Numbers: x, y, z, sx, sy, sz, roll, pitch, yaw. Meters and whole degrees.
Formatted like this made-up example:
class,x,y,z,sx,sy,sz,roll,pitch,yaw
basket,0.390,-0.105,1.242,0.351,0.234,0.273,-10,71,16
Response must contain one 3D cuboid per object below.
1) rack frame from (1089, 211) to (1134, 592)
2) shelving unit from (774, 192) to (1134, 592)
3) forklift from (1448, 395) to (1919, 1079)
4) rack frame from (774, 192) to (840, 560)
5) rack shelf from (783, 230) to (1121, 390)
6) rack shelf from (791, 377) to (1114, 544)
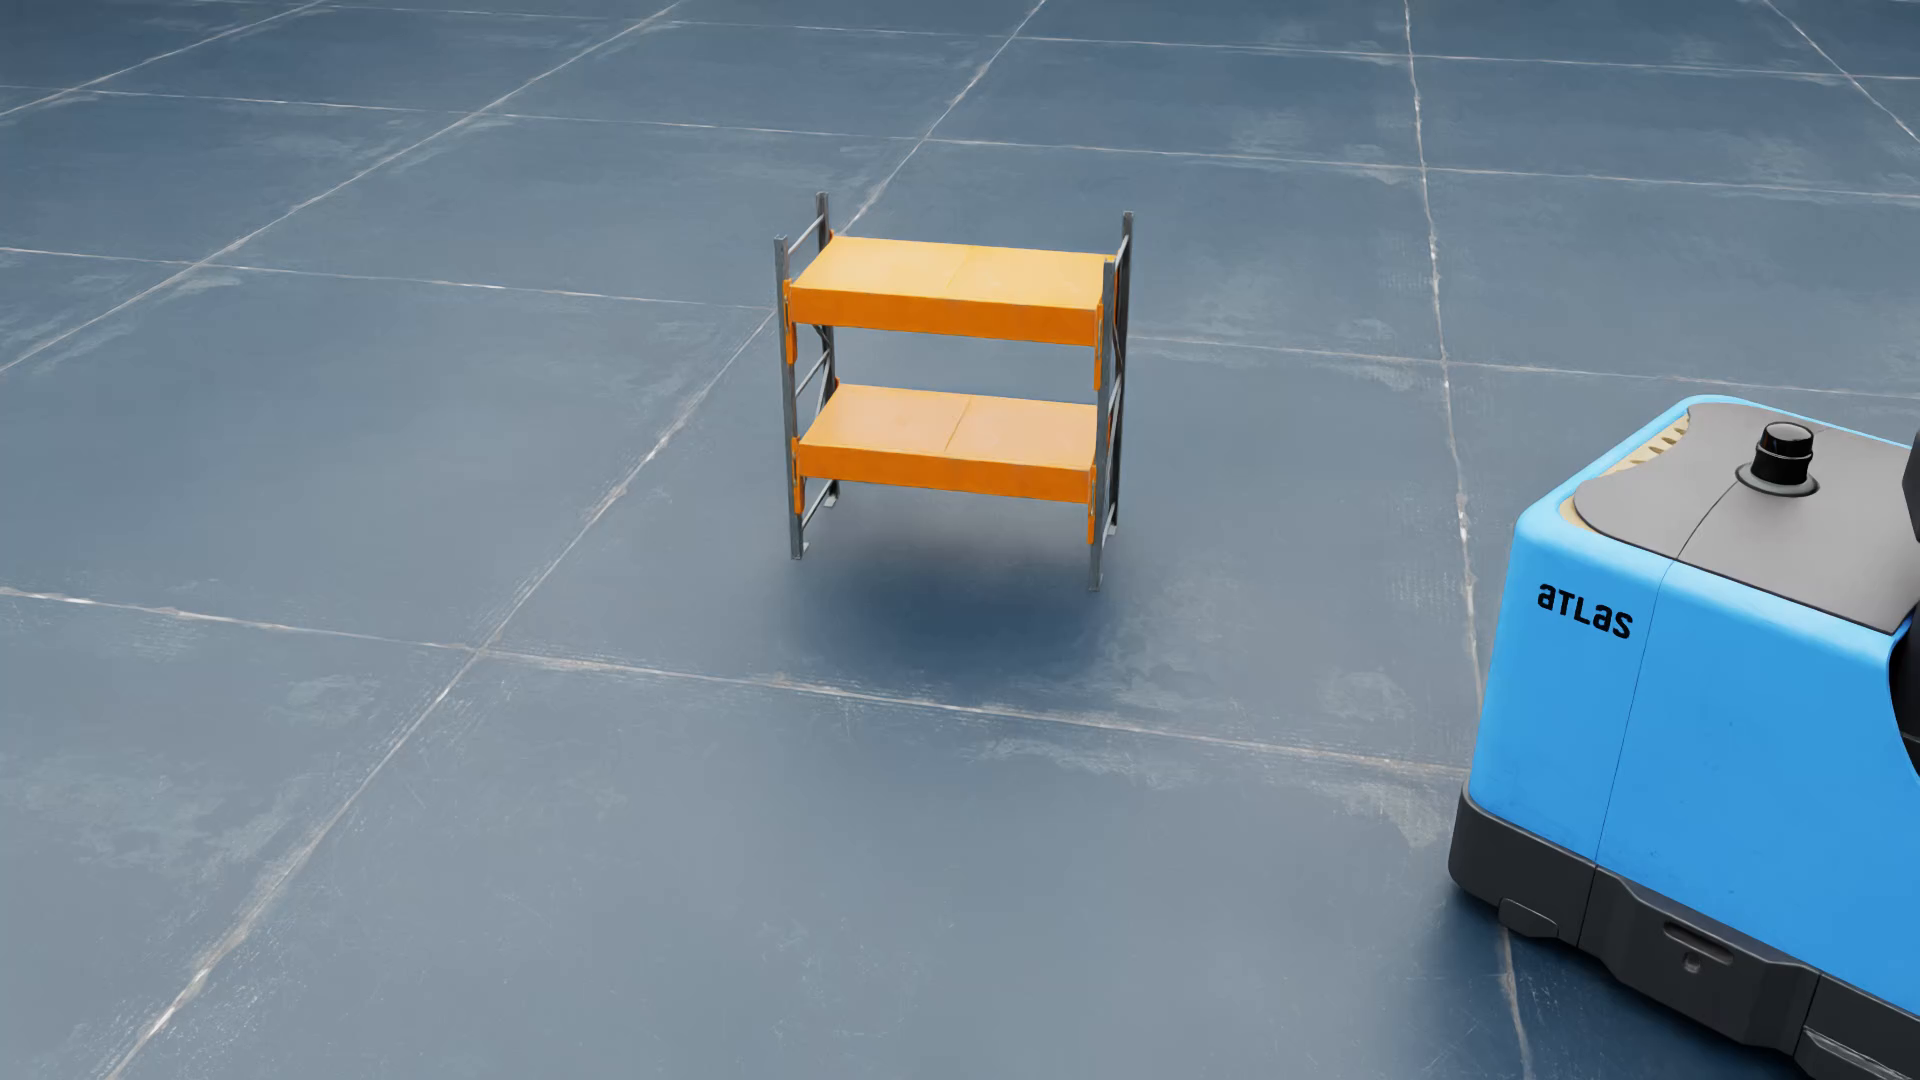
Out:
class,x,y,z,sx,sy,sz,roll,pitch,yaw
rack frame,0.491,-0.443,5.388,0.032,1.125,0.500,6,29,11
shelving unit,-0.007,-0.494,5.481,1.048,1.125,0.538,6,29,11
forklift,2.617,-0.077,2.839,3.031,2.935,1.130,25,37,37
rack frame,-0.504,-0.545,5.574,0.032,1.125,0.500,6,29,11
rack shelf,-0.007,-0.751,5.341,1.000,0.278,0.538,6,29,11
rack shelf,-0.007,-0.280,5.599,1.000,0.278,0.538,6,29,11
